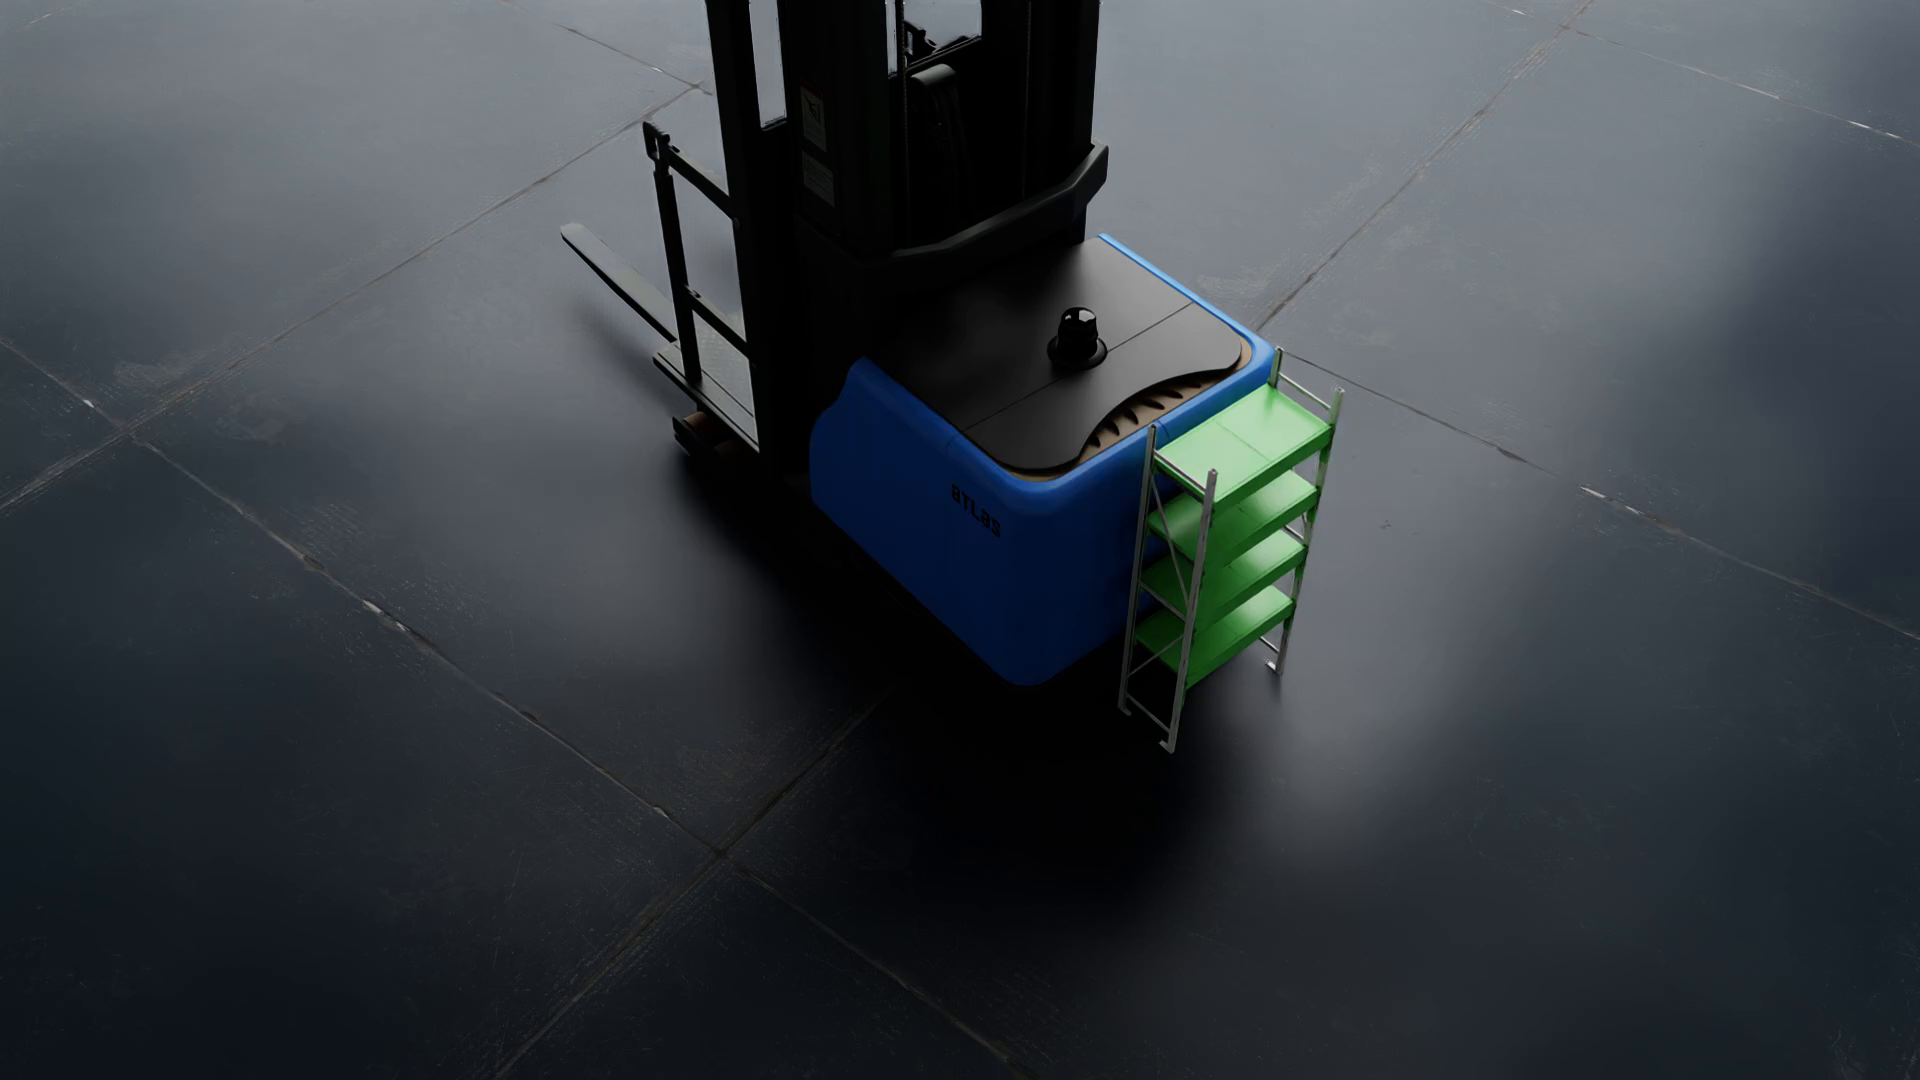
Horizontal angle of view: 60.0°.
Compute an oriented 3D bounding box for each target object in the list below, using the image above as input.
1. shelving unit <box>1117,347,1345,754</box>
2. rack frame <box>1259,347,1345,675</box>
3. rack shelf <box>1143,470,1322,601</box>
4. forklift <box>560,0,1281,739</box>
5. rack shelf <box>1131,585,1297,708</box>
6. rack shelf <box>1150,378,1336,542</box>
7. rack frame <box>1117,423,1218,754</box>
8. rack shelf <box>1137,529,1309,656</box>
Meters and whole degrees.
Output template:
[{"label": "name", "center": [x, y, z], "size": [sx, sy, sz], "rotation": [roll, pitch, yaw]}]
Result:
[{"label": "shelving unit", "center": [0.766, 0.062, 4.861], "size": [0.503, 1.200, 0.258], "rotation": [-31, 54, -26]}, {"label": "rack frame", "center": [0.953, -0.051, 4.969], "size": [0.015, 1.200, 0.240], "rotation": [-31, 54, -26]}, {"label": "rack shelf", "center": [0.766, -0.060, 4.734], "size": [0.480, 0.148, 0.258], "rotation": [-31, 54, -26]}, {"label": "forklift", "center": [-0.377, -1.409, 5.069], "size": [1.130, 2.935, 3.031], "rotation": [-31, 54, -26]}, {"label": "rack shelf", "center": [0.766, 0.272, 5.081], "size": [0.480, 0.148, 0.258], "rotation": [-31, 54, -26]}, {"label": "rack shelf", "center": [0.766, -0.225, 4.560], "size": [0.480, 0.148, 0.258], "rotation": [-31, 54, -26]}, {"label": "rack frame", "center": [0.579, 0.175, 4.753], "size": [0.015, 1.200, 0.240], "rotation": [-31, 54, -26]}, {"label": "rack shelf", "center": [0.766, 0.106, 4.907], "size": [0.480, 0.148, 0.258], "rotation": [-31, 54, -26]}]
